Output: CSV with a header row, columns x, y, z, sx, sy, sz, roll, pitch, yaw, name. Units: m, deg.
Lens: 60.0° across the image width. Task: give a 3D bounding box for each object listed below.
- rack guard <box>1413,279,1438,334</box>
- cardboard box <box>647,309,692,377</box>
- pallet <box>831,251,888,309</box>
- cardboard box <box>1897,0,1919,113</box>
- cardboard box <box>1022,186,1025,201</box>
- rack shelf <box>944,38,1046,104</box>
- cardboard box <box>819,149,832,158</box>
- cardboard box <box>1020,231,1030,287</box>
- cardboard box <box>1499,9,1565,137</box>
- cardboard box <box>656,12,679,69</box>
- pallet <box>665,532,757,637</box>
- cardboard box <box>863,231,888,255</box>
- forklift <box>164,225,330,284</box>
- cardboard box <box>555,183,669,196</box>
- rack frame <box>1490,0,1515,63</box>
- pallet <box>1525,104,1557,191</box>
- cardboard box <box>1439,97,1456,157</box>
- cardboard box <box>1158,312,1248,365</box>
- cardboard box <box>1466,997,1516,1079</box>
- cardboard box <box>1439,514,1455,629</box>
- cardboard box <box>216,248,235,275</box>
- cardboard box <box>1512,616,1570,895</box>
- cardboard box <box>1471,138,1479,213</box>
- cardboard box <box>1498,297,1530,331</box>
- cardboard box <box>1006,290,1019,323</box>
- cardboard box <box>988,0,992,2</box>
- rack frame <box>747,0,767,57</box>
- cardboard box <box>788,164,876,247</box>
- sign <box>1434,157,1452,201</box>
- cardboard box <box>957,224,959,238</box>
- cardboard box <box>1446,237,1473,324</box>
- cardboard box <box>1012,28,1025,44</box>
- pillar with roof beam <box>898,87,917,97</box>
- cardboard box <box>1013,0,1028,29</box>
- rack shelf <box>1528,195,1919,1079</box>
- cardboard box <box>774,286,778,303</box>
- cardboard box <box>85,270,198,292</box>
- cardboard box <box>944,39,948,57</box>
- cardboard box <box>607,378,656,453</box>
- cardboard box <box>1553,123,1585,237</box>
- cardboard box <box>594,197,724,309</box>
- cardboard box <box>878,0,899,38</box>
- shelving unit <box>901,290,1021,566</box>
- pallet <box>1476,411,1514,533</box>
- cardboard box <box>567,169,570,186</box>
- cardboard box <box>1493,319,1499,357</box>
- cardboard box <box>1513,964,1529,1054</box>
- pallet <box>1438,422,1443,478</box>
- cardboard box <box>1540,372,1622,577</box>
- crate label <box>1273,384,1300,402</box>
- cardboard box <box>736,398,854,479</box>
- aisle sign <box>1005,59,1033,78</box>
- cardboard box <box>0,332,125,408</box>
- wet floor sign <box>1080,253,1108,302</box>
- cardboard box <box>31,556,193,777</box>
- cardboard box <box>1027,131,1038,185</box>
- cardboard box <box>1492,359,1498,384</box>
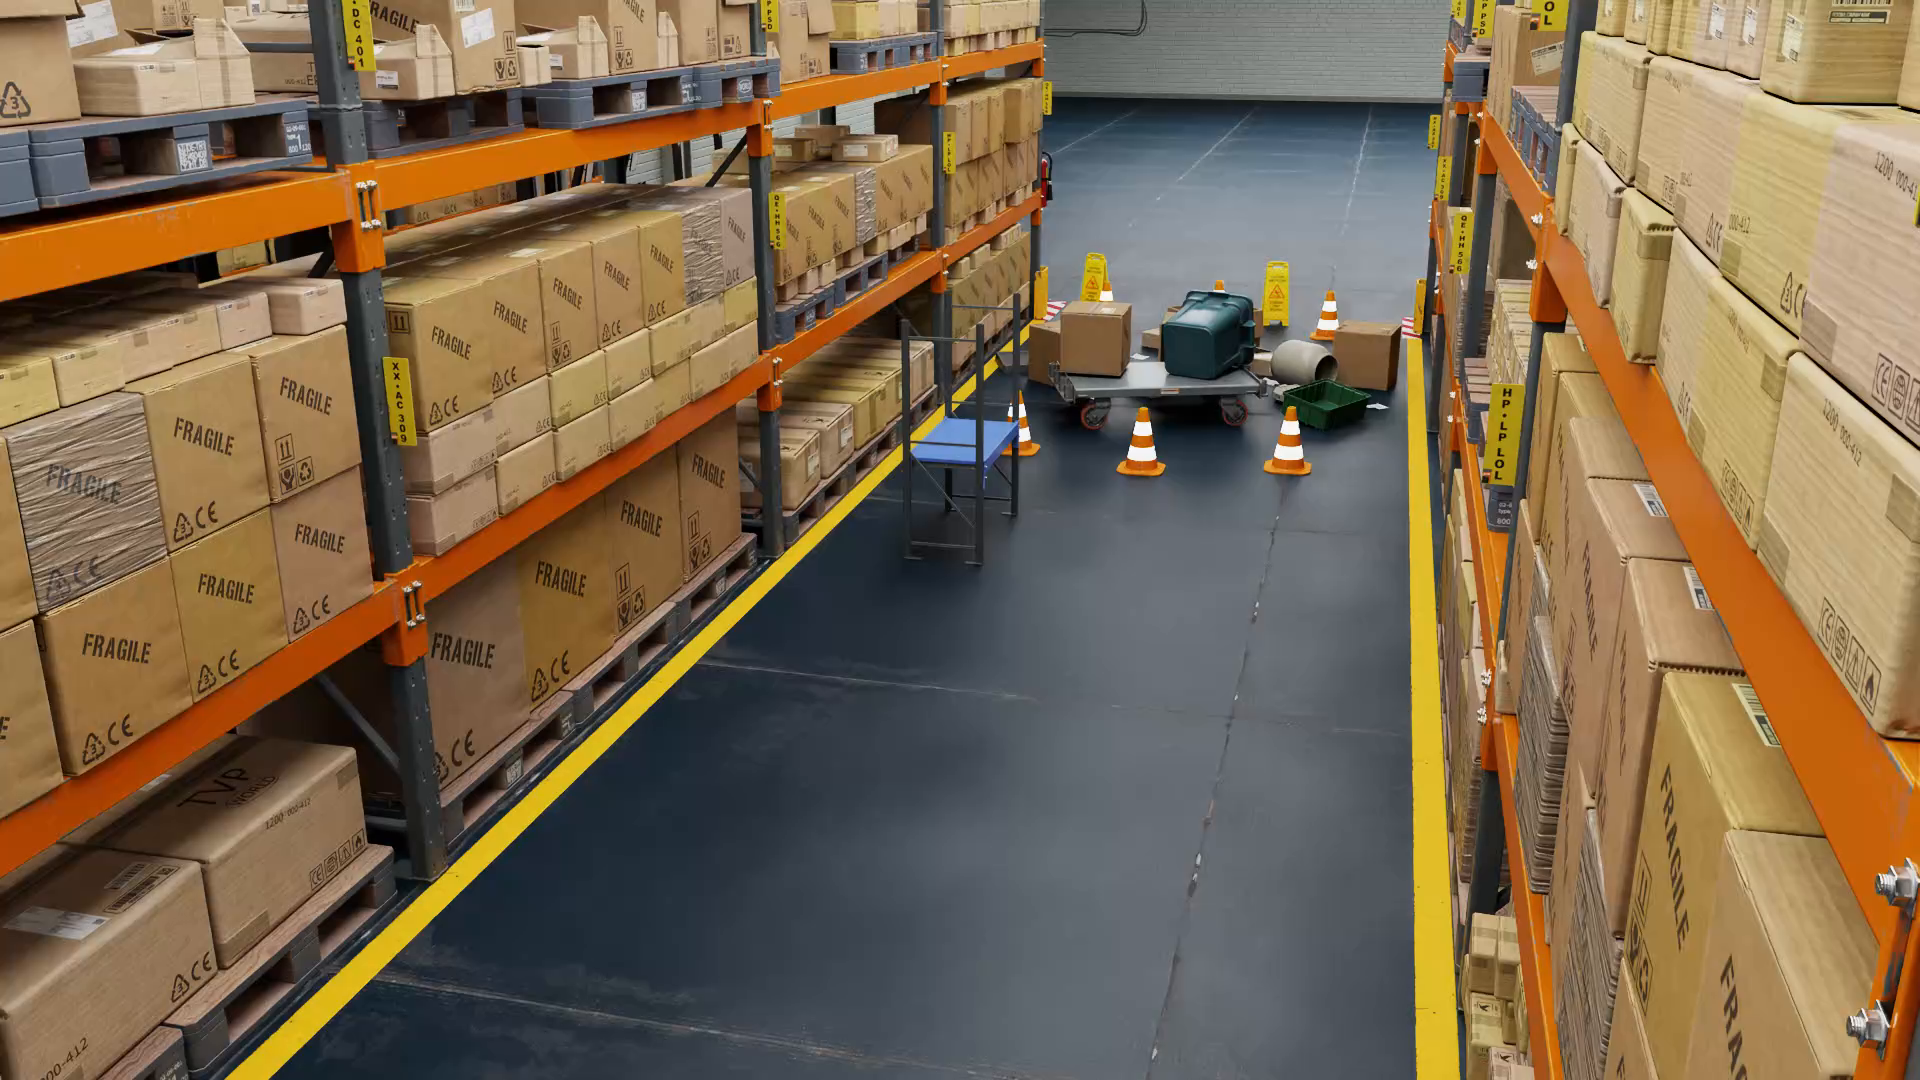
x,y,z,sx,sy,sz,roll,pitch,yaw,name
5.184,-2.326,16.724,1.175,0.500,0.348,5,19,13,rack guard
-1.701,-1.024,8.503,0.500,0.250,0.500,4,19,12,cardboard box
-1.158,-1.886,11.866,1.003,0.211,1.213,5,19,13,pallet
1.282,-0.538,1.822,0.380,0.149,0.250,4,19,12,cardboard box
0.431,-3.441,16.509,0.380,0.149,0.250,4,19,12,cardboard box
-0.136,-4.313,15.146,1.077,0.370,4.000,5,19,13,rack shelf
-1.139,-2.712,12.723,0.500,0.500,0.500,5,19,14,cardboard box
0.410,-2.841,16.810,0.500,0.500,0.500,5,19,14,cardboard box
2.593,-1.988,7.073,0.500,0.500,0.500,5,19,13,cardboard box
-1.599,-2.448,8.133,0.396,0.266,0.258,4,19,12,cardboard box
-1.867,0.208,9.753,1.003,0.211,1.213,5,19,13,pallet
-0.746,-2.185,12.183,0.380,0.149,0.250,5,19,13,cardboard box
-3.696,-1.139,9.489,1.130,2.935,3.031,4,19,12,forklift
-1.959,-1.738,9.435,0.500,0.500,0.500,4,19,12,cardboard box
3.223,-3.833,7.987,1.000,3.000,0.127,5,19,13,rack frame
2.500,-1.256,5.374,1.213,0.211,1.003,5,19,13,pallet
4.736,-3.626,14.759,0.875,0.550,0.550,5,19,13,cardboard box
2.158,-1.699,14.674,0.797,0.637,0.503,5,19,13,cardboard box
1.780,1.582,5.175,0.380,0.149,0.250,5,20,15,cardboard box
2.803,0.192,8.703,0.500,0.500,0.500,4,19,11,cardboard box
-5.824,-2.112,12.462,0.500,0.250,0.500,4,19,12,cardboard box
1.609,0.518,3.916,0.500,0.500,0.500,4,19,12,cardboard box
4.085,-2.612,11.993,0.700,0.500,0.500,4,19,12,cardboard box
2.795,-1.065,7.983,0.380,0.149,0.250,5,19,13,cardboard box
0.282,-2.322,16.449,0.500,0.250,0.500,5,19,14,cardboard box
0.069,-4.852,14.765,0.380,0.149,0.250,5,20,14,cardboard box
-1.602,-4.192,9.039,1.000,3.000,0.127,5,19,13,rack frame
-0.894,-2.350,11.662,0.500,0.500,0.500,4,19,11,cardboard box
3.662,-2.738,12.602,0.100,0.325,0.005,5,19,13,sign
-0.225,-2.645,14.178,0.380,0.149,0.250,5,20,15,cardboard box
3.439,-1.677,10.803,0.500,0.500,0.500,5,19,14,cardboard box
0.410,-4.866,16.041,0.380,0.149,0.250,5,20,15,cardboard box
3.067,-12.245,32.616,9.100,9.000,0.400,5,19,13,pillar with roof beam
0.352,-5.012,15.851,0.500,0.250,0.500,4,19,13,cardboard box
1.757,-0.192,3.082,1.077,0.370,4.000,5,19,13,rack shelf
-1.342,-1.520,10.237,0.380,0.149,0.250,4,19,10,cardboard box
-2.908,-0.848,5.826,0.380,0.149,0.250,4,19,13,cardboard box
-0.307,-3.987,13.467,0.380,0.149,0.250,4,19,13,cardboard box
-1.819,-0.623,8.103,0.500,0.250,0.500,4,19,12,cardboard box
1.877,-0.964,4.462,0.500,0.250,0.500,6,20,16,cardboard box
-1.592,-1.529,8.823,0.500,0.500,0.500,5,19,14,cardboard box
-0.755,-3.801,12.118,0.500,0.250,0.500,5,19,14,cardboard box
0.021,-0.736,10.523,0.538,1.500,1.048,5,19,13,shelving unit
2.779,-0.279,7.162,1.003,0.211,1.213,5,19,13,pallet
-4.463,-3.962,17.492,0.500,0.500,0.500,5,20,15,cardboard box
2.846,-0.994,8.235,0.380,0.149,0.250,6,20,16,cardboard box
1.822,1.385,4.832,0.380,0.149,0.250,4,19,13,cardboard box
4.085,-0.680,12.353,1.003,0.211,1.213,5,19,13,pallet
1.787,-0.116,4.223,0.500,0.500,0.500,4,19,12,cardboard box
2.810,-1.229,14.074,0.298,0.136,0.250,-9,21,-24,crate label
-1.281,-0.717,11.561,0.950,0.372,0.625,4,19,12,cardboard box
0.649,-5.087,16.919,0.394,0.787,0.004,5,19,13,aisle sign
-2.656,-0.492,4.781,0.380,0.149,0.250,5,19,13,cardboard box
1.437,-2.722,17.657,0.267,0.644,0.232,12,22,32,wet floor sign
-2.673,0.339,4.899,0.500,0.500,0.500,4,19,13,cardboard box
0.488,-3.857,16.724,0.500,0.500,0.500,4,19,12,cardboard box
2.787,-0.781,8.072,0.380,0.149,0.250,6,20,16,cardboard box
